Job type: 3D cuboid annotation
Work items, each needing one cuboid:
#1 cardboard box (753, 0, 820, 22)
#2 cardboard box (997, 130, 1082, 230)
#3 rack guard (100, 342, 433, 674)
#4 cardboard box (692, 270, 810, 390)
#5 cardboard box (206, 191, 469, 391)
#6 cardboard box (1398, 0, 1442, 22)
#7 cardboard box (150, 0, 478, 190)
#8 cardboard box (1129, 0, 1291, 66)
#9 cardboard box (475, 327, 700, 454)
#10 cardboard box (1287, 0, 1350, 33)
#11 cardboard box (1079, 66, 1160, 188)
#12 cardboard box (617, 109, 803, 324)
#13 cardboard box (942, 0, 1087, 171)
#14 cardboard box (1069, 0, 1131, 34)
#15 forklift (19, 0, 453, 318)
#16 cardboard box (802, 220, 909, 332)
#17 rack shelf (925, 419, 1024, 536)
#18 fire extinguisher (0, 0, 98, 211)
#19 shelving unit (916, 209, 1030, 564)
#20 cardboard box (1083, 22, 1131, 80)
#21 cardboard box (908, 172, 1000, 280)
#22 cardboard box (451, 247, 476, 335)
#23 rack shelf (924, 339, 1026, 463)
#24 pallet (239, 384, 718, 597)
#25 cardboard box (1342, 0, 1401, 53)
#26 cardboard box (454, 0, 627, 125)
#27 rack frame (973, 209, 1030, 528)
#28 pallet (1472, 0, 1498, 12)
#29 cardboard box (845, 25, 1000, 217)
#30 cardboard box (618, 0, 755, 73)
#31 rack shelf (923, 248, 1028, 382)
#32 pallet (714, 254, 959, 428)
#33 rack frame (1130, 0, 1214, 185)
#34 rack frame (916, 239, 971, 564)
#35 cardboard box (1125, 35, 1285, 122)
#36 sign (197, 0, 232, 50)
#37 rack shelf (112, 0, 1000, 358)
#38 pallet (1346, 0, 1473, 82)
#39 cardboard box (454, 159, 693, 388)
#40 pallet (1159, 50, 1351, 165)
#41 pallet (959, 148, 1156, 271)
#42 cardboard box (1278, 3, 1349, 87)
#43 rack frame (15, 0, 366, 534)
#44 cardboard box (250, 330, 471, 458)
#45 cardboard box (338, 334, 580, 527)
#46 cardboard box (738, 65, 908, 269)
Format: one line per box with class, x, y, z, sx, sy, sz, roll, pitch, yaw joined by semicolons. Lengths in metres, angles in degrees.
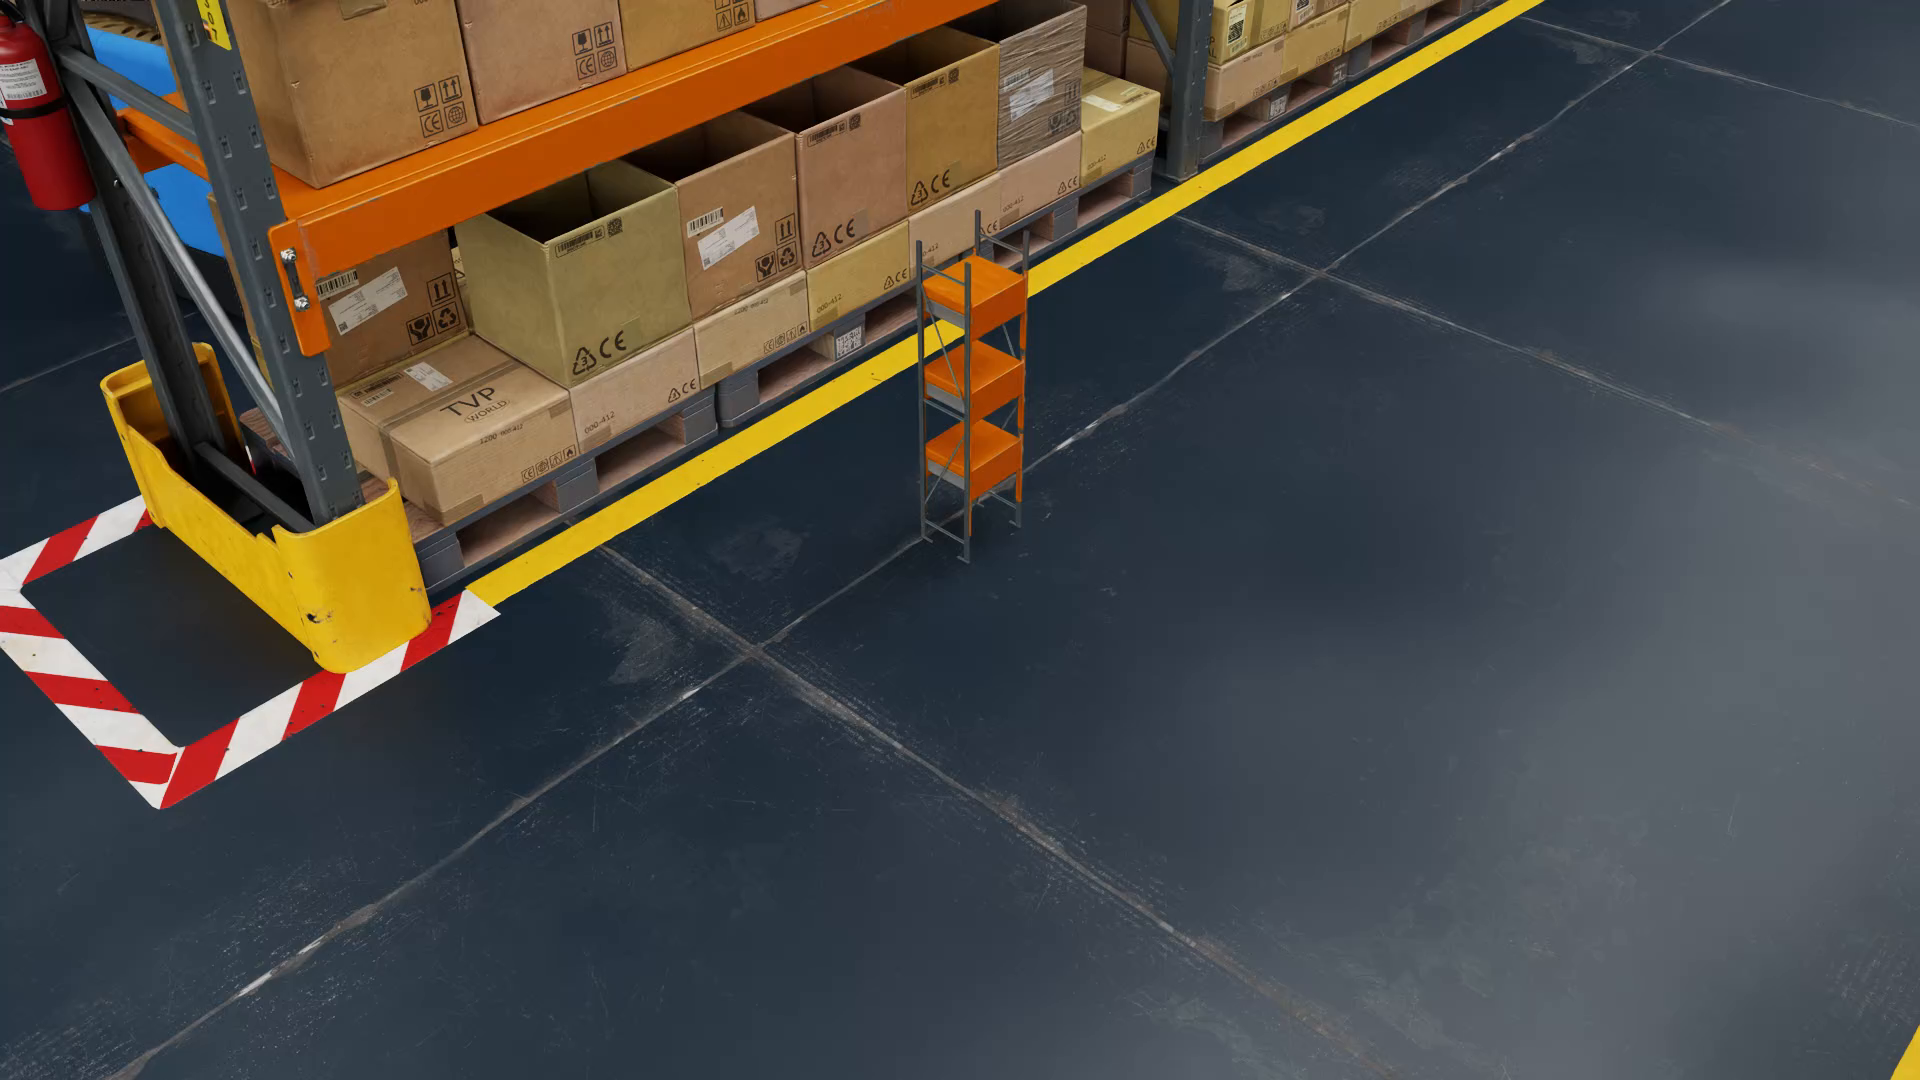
cardboard box;-0.706;-2.070;5.362;0.700;0.500;0.500;31;48;33
cardboard box;0.130;-1.504;6.604;0.500;0.250;0.500;30;47;32
rack guard;-2.089;-0.120;4.999;1.175;0.500;0.348;30;47;32
cardboard box;-0.875;-0.811;5.732;0.500;0.250;0.500;30;47;32
cardboard box;-1.931;-0.862;5.193;0.500;0.500;0.500;30;47;32
cardboard box;2.118;-2.823;8.262;0.500;0.250;0.500;31;48;33
cardboard box;-1.748;-1.357;4.466;0.700;0.500;0.500;30;47;32
cardboard box;1.088;-2.340;7.203;0.500;0.311;0.500;30;47;32
cardboard box;-1.212;-0.581;5.443;0.500;0.250;0.500;30;47;32
cardboard box;1.430;-2.567;7.490;0.500;0.311;0.500;29;47;31
cardboard box;0.474;-1.730;6.887;0.500;0.250;0.500;30;47;32
cardboard box;-0.883;-1.109;5.504;0.500;0.500;0.500;30;47;32
cardboard box;0.128;-1.799;6.371;0.500;0.500;0.500;30;47;32
cardboard box;0.687;-2.561;7.482;0.500;0.311;0.500;30;47;32
forklift;-2.250;-2.849;6.478;1.130;2.935;3.031;19;42;22
cardboard box;-0.534;-1.039;6.018;0.500;0.250;0.500;30;47;32
rack shelf;0.036;-0.210;5.134;0.215;0.259;0.240;30;47;32
fire extinguisher;-2.496;-1.219;4.436;0.296;0.674;0.183;30;47;32
shelving unit;0.036;-0.435;4.954;0.215;1.050;0.252;30;47;32
cardboard box;0.691;-2.347;7.663;0.500;0.250;0.500;29;47;31
cardboard box;-0.197;-1.269;6.307;0.500;0.250;0.500;30;47;32
cardboard box;-1.601;-0.802;5.721;0.500;0.250;0.500;30;47;32
rack shelf;0.036;-0.427;4.961;0.215;0.259;0.240;30;47;32
pallet;-1.588;-0.387;5.566;1.003;0.211;1.213;30;47;32
cardboard box;1.774;-2.589;7.968;0.500;0.250;0.500;28;46;31
cardboard box;-1.398;-1.601;4.772;0.700;0.500;0.500;31;48;33
rack frame;0.118;-0.492;5.025;0.200;1.050;0.008;30;47;32
pallet;2.740;-3.331;9.269;1.003;0.211;1.213;30;47;32
cardboard box;-0.206;-1.567;6.080;0.500;0.500;0.500;30;47;32
cardboard box;-1.059;-1.826;5.056;0.700;0.500;0.500;30;47;32
rack shelf;0.036;-0.649;4.784;0.215;0.259;0.240;30;47;32
pallet;-0.765;-0.944;6.268;1.003;0.211;1.213;30;47;32
rack frame;0.626;-2.947;6.546;1.000;3.000;0.127;30;47;32
rack frame;-0.046;-0.379;4.884;0.200;1.050;0.008;30;47;32
cardboard box;1.081;-2.116;7.373;0.500;0.250;0.500;28;47;31
sign;-1.667;-1.243;3.644;0.100;0.325;0.005;30;47;32
rack shelf;-0.724;-1.746;5.614;1.077;0.370;4.000;30;47;32
pallet;1.917;-2.773;8.568;1.003;0.211;1.213;30;47;32
cardboard box;-1.211;-0.874;5.209;0.500;0.500;0.500;30;47;32
pallet;1.094;-2.210;7.860;1.003;0.211;1.213;30;47;32
pallet;0.058;-1.508;6.976;1.003;0.211;1.213;30;47;32
cardboard box;1.427;-2.350;7.668;0.500;0.250;0.500;31;48;33
rack frame;-2.073;-1.109;4.235;1.000;3.000;0.127;30;47;32
cardboard box;-1.929;-0.568;5.426;0.500;0.250;0.500;30;47;32
cardboard box;-1.547;-0.350;5.152;0.500;0.250;0.500;30;47;32
cardboard box;-0.533;-1.332;5.784;0.500;0.500;0.500;30;47;32
